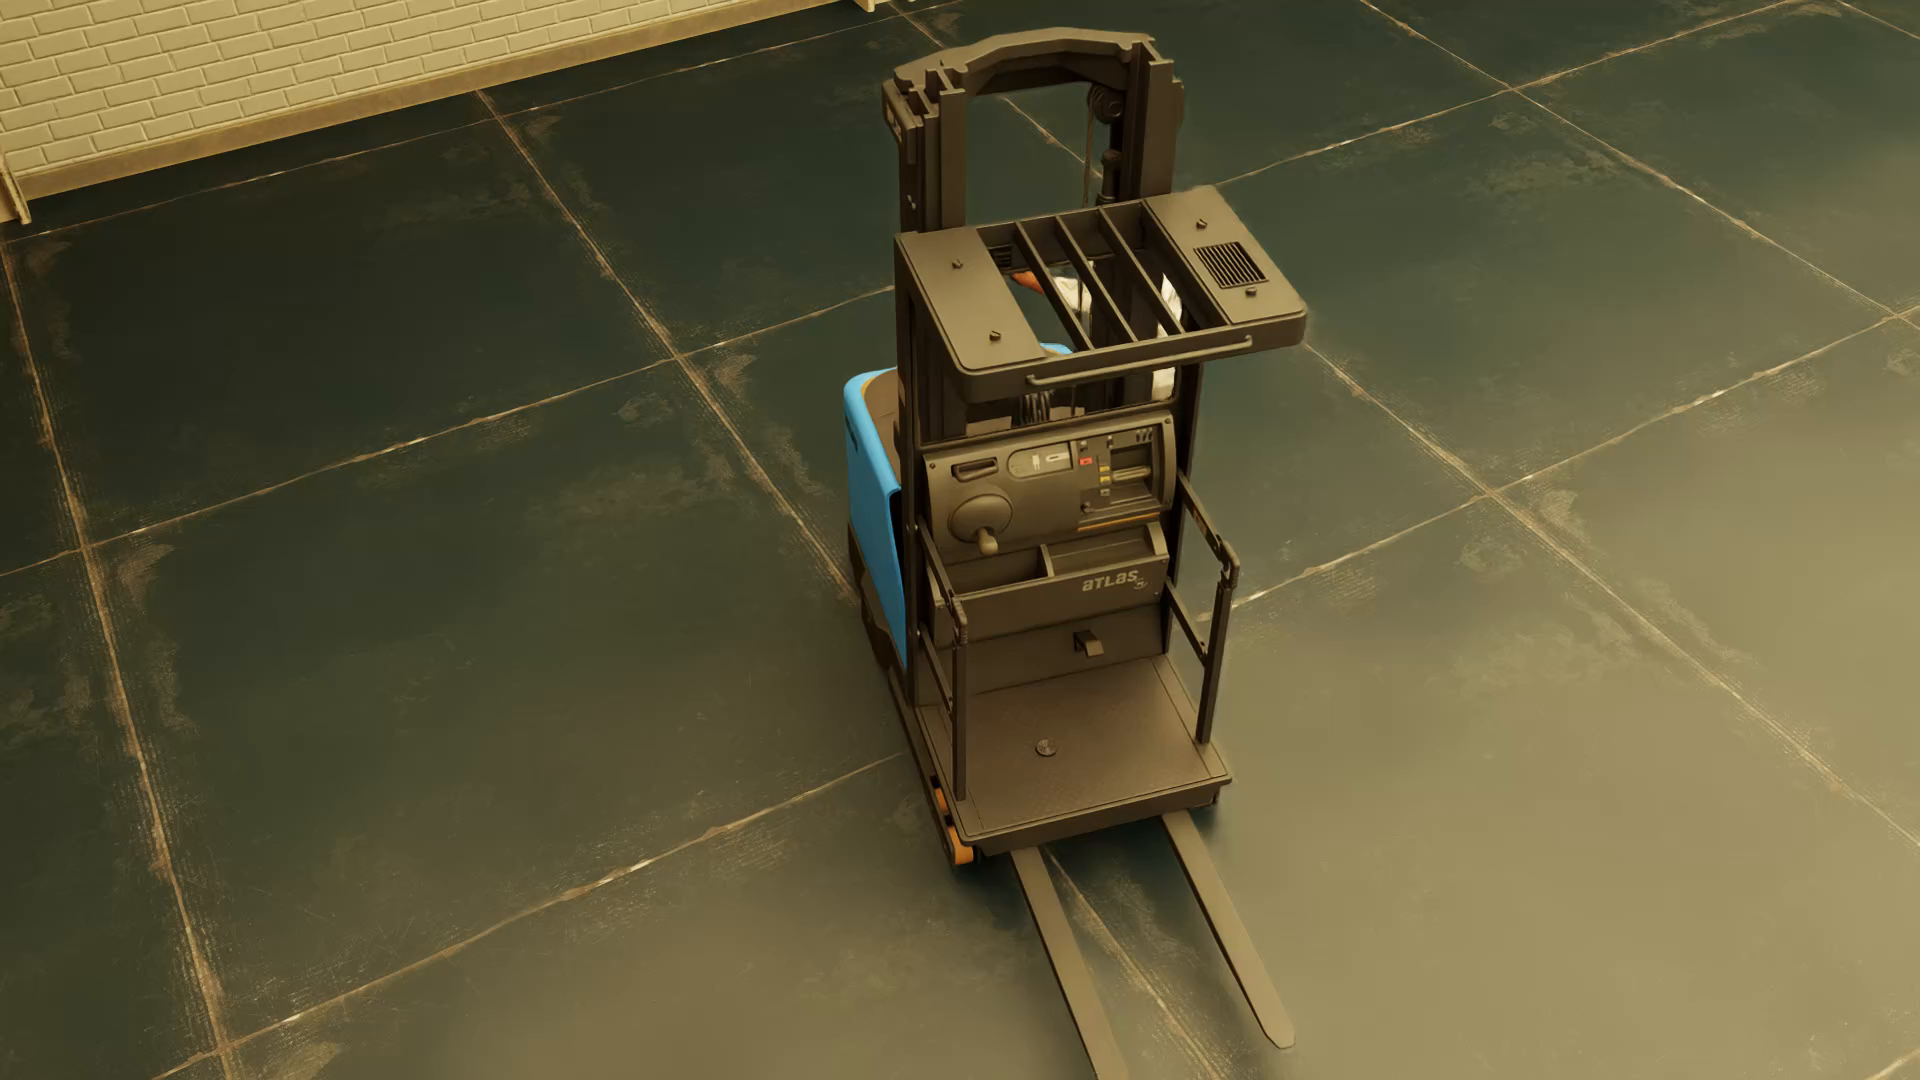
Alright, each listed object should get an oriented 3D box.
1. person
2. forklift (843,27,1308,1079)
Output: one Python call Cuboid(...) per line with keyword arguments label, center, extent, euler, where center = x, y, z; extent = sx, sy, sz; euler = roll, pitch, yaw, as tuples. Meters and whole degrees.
Cuboid(label="person", center=(0.688, -1.043, 7.947), extent=(1.003, 1.443, 0.841), euler=(33, 52, 30))
Cuboid(label="forklift", center=(0.396, -0.113, 5.820), extent=(1.130, 2.935, 3.031), euler=(-11, 44, -12))
